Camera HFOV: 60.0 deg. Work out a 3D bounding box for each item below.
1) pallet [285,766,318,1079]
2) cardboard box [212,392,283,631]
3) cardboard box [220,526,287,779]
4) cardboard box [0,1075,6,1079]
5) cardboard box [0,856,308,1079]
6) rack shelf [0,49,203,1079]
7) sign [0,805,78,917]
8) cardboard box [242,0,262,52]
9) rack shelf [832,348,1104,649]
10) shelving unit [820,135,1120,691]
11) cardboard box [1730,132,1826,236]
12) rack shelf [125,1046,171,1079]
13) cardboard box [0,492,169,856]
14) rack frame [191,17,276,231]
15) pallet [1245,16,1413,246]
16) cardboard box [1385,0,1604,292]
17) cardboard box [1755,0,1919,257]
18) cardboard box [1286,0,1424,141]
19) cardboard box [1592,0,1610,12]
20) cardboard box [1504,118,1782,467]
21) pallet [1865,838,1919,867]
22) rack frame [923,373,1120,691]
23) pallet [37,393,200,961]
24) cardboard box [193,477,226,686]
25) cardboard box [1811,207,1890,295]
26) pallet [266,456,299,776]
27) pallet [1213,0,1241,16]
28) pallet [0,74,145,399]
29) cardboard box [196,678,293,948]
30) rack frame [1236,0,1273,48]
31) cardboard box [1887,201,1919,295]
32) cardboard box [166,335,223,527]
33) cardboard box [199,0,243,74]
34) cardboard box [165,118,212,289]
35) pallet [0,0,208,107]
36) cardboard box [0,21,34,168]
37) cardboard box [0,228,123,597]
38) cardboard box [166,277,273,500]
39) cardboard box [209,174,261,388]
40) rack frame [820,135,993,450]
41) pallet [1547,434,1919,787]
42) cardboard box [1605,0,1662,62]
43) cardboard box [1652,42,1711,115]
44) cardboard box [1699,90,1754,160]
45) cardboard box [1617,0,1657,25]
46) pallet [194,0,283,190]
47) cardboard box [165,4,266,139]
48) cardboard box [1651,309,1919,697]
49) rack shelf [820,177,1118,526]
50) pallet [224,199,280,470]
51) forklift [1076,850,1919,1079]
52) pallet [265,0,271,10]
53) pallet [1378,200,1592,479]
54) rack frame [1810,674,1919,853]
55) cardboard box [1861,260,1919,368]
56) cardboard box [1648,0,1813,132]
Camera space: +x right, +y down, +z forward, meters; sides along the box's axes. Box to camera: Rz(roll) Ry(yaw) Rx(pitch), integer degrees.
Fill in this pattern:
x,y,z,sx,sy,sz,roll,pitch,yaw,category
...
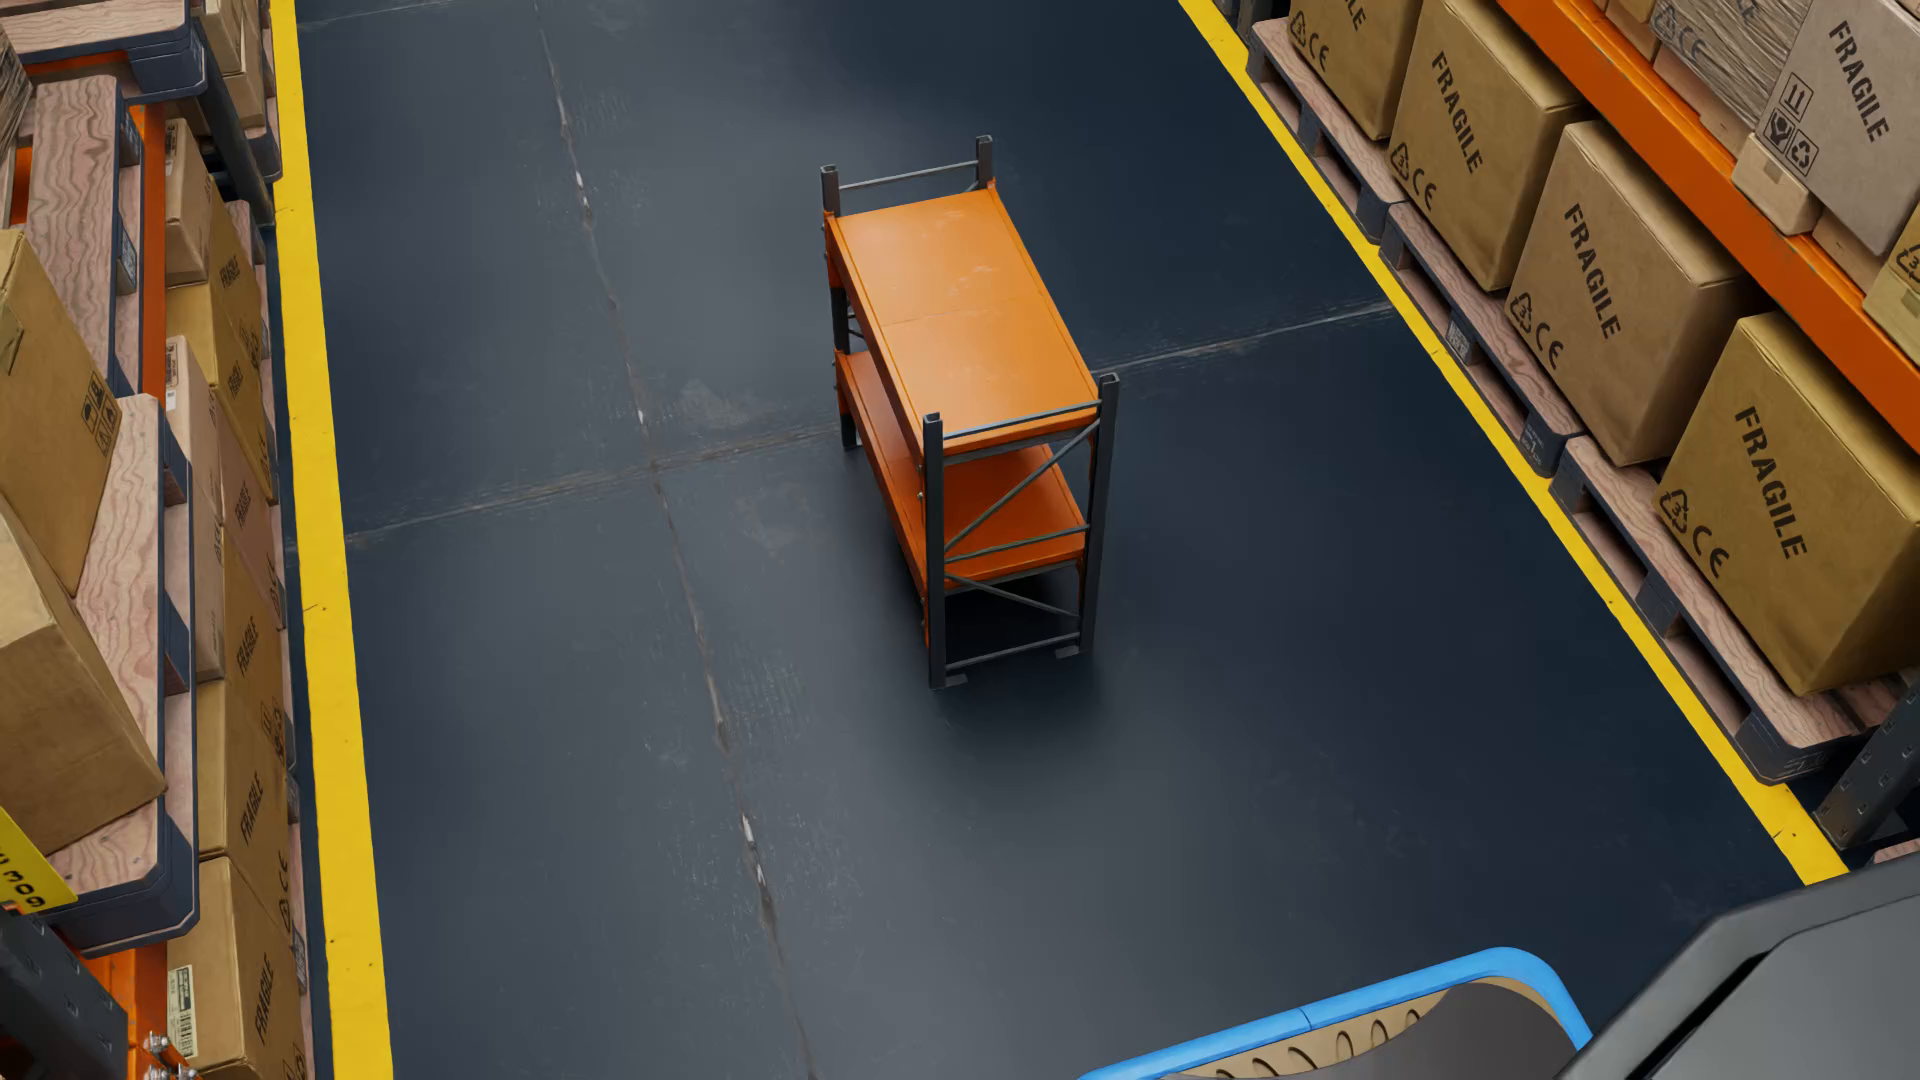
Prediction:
x,y,z,sx,sy,sz,roll,pitch,yaw,category
-2.156,1.164,4.131,1.003,0.211,1.213,-13,51,-11,pallet
-2.248,-0.017,4.650,0.500,0.500,0.500,-15,52,-12,cardboard box
-2.099,0.352,4.338,0.500,0.500,0.500,-13,51,-11,cardboard box
-1.486,1.125,2.274,0.500,0.500,0.500,-13,51,-10,cardboard box
-1.790,1.106,3.703,0.500,0.500,0.500,-15,52,-13,cardboard box
-2.471,-0.378,4.078,1.077,0.370,4.000,-13,51,-11,rack shelf
-1.363,0.443,2.348,0.100,0.325,0.005,-13,51,-11,sign
-3.086,-2.136,6.613,0.500,0.250,0.500,-15,51,-12,cardboard box
0.002,-0.200,5.003,0.538,0.278,1.000,-13,51,-11,rack shelf
0.002,-0.358,4.816,0.538,1.125,1.048,-13,51,-11,shelving unit
2.216,-0.939,4.231,0.380,0.149,0.250,-13,51,-11,cardboard box
-1.288,2.543,1.615,1.077,0.370,4.000,-13,51,-11,rack shelf
-1.806,0.286,2.707,0.700,0.500,0.500,-30,56,-23,cardboard box
-3.062,-2.071,5.034,1.000,3.000,0.127,-13,51,-11,rack frame
1.830,-1.702,6.547,1.003,0.211,1.213,-13,51,-11,pallet
2.014,-1.428,5.624,0.750,0.750,0.750,-14,51,-11,cardboard box
2.314,-1.057,3.906,0.500,0.500,0.500,-13,51,-11,cardboard box
1.761,-2.069,6.164,0.750,0.750,0.750,-14,51,-11,cardboard box
2.009,-1.709,4.880,0.380,0.149,0.250,-13,51,-11,cardboard box
2.270,-0.809,5.101,0.750,0.750,0.750,-12,51,-10,cardboard box
3.002,1.200,4.101,1.003,0.211,1.213,-13,51,-11,pallet
0.152,0.014,4.503,0.500,1.125,0.032,-13,51,-11,rack frame
-2.011,0.304,3.157,1.003,0.211,1.213,-13,51,-11,pallet
-2.085,0.134,4.032,0.500,0.250,0.500,-13,51,-11,cardboard box
2.351,-0.759,4.079,0.380,0.149,0.250,-12,51,-10,cardboard box
-2.520,0.271,4.883,1.003,0.211,1.213,-13,51,-11,pallet
1.439,-2.866,7.528,1.003,0.211,1.213,-13,51,-11,pallet
-2.483,-0.590,3.911,1.003,0.211,1.213,-13,51,-11,pallet
-1.958,0.719,4.029,0.500,0.500,0.500,-13,51,-10,cardboard box
1.669,-3.194,5.981,1.000,3.000,0.127,-13,51,-11,rack frame
2.474,-0.687,3.594,0.500,0.500,0.500,-14,51,-12,cardboard box
-2.234,-0.232,4.341,0.500,0.250,0.500,-14,51,-12,cardboard box
-2.937,-1.950,6.089,0.500,0.311,0.500,-12,51,-10,cardboard box
-2.541,-0.979,4.970,0.500,0.250,0.500,-12,51,-10,cardboard box
-2.795,-1.530,4.703,1.213,0.211,1.003,-13,51,-11,pallet
-2.680,-1.093,3.869,0.700,0.500,0.500,-5,50,-4,cardboard box
-2.070,-0.202,3.118,0.700,0.500,0.500,-6,50,-5,cardboard box
-2.409,-0.399,4.972,0.500,0.500,0.500,-15,51,-12,cardboard box
-2.561,-0.777,5.290,0.500,0.500,0.500,-12,51,-10,cardboard box
-0.148,-0.729,5.129,0.500,1.125,0.032,-13,51,-11,rack frame
2.552,0.080,5.045,1.003,0.211,1.213,-13,51,-11,pallet
2.080,-1.515,4.717,0.380,0.149,0.250,-12,51,-10,cardboard box
2.147,-1.318,4.551,0.380,0.149,0.250,-15,51,-12,cardboard box
2.207,-1.132,4.394,0.380,0.149,0.250,-13,51,-11,cardboard box
2.021,-1.790,4.524,0.500,0.500,0.500,-12,51,-10,cardboard box
-3.268,-1.782,6.614,1.003,0.211,1.213,-13,51,-11,pallet
-2.937,-1.769,6.303,0.500,0.250,0.500,-13,51,-11,cardboard box
2.535,-0.160,4.554,0.750,0.750,0.750,-13,51,-11,cardboard box
0.002,-0.546,4.592,0.538,0.278,1.000,-13,51,-11,rack shelf
-2.878,-0.618,5.633,1.003,0.211,1.213,-13,51,-11,pallet
1.081,1.705,1.896,1.130,2.935,3.031,-13,51,-11,forklift
-3.626,-2.672,7.364,1.003,0.211,1.213,-13,51,-11,pallet
2.187,-0.813,5.797,1.003,0.211,1.213,-13,51,-11,pallet
2.852,-0.272,3.518,1.000,3.000,0.127,-13,51,-11,rack frame
2.384,-0.560,3.911,0.380,0.149,0.250,-12,51,-10,cardboard box
2.174,-1.426,4.217,0.500,0.500,0.500,-13,51,-11,cardboard box
